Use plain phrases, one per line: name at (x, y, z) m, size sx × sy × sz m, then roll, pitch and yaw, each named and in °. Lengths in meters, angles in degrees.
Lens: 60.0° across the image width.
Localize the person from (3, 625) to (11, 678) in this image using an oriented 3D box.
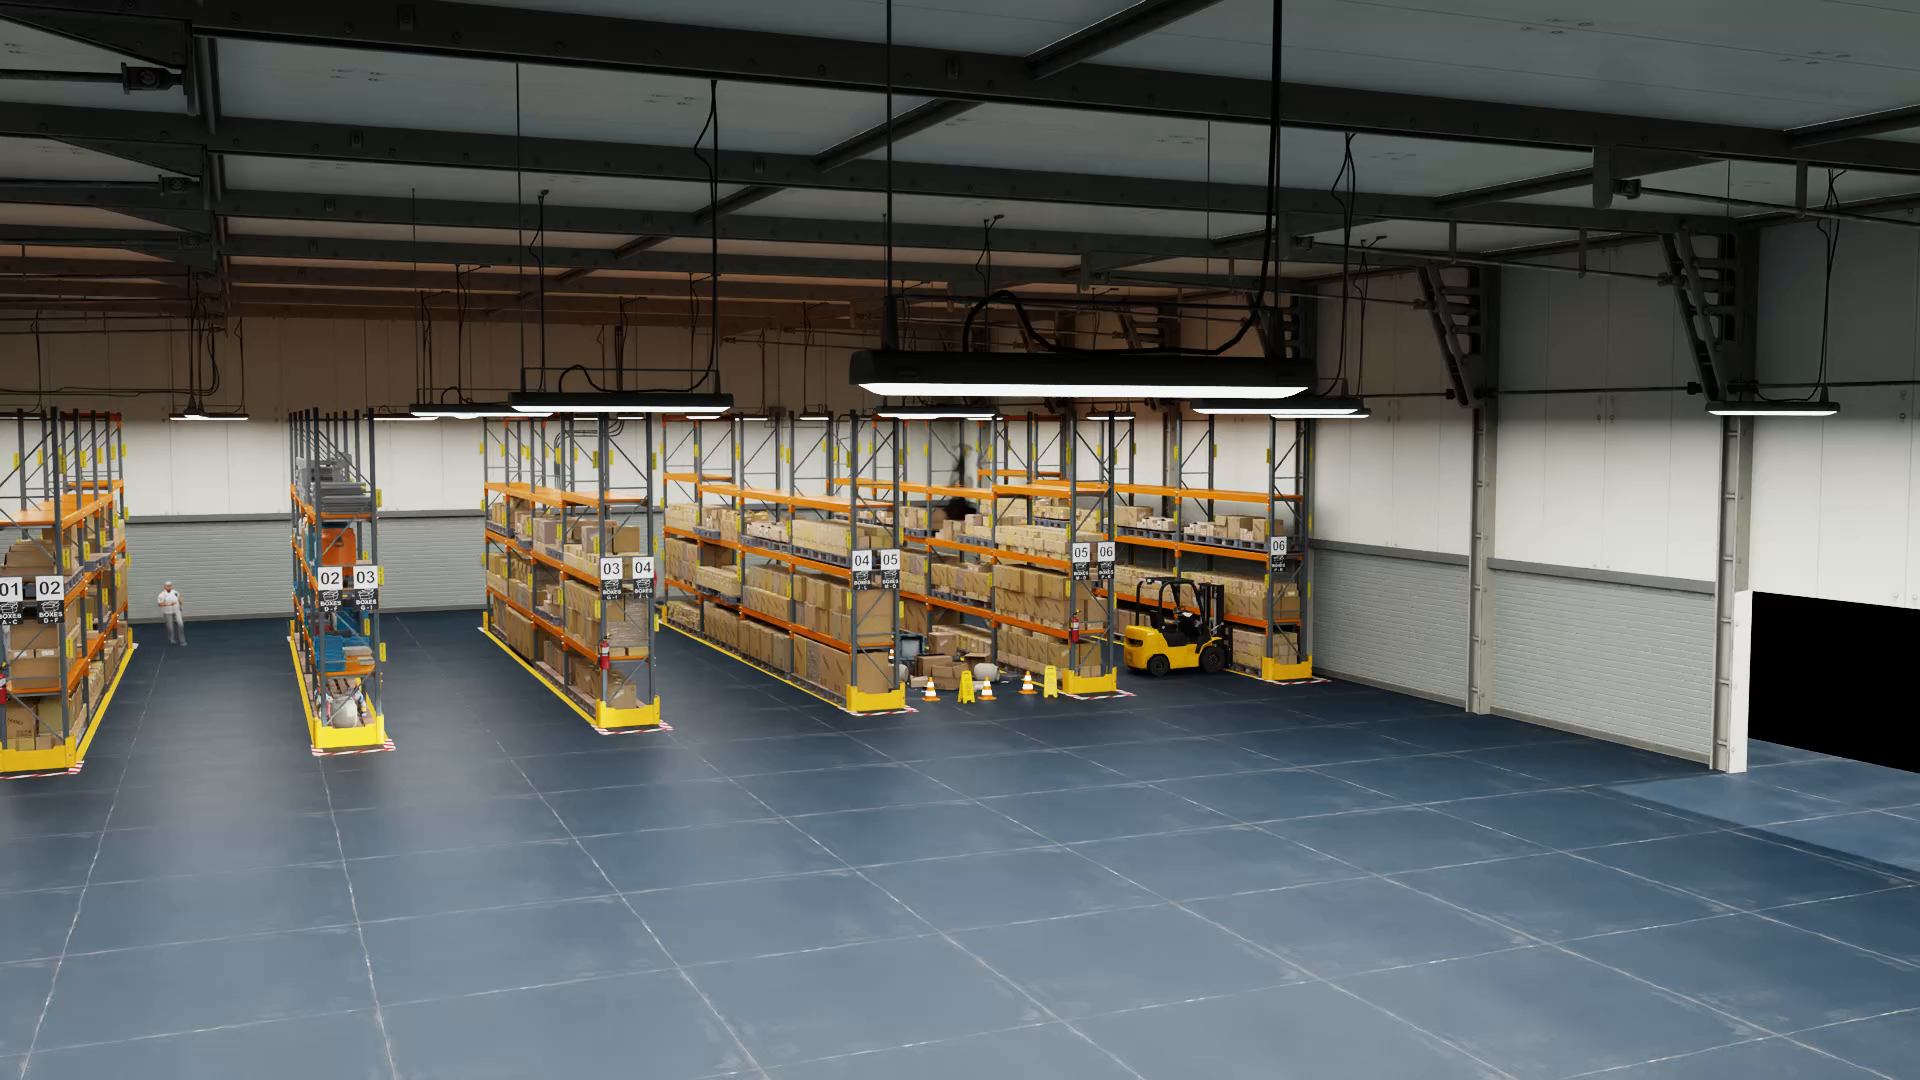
person at (-21.036, 2.334, 36.899) m, size 0.625 × 1.625 × 0.947 m, roll -1°, pitch 4°, yaw -18°

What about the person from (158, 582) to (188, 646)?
person at (-20.380, 1.921, 42.932) m, size 0.639 × 1.724 × 0.686 m, roll -3°, pitch 5°, yaw -39°

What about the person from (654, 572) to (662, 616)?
person at (-9.059, 1.485, 48.749) m, size 0.820 × 1.670 × 0.712 m, roll -2°, pitch 5°, yaw -31°

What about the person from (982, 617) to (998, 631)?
person at (0.787, 1.762, 45.095) m, size 0.610 × 1.630 × 0.562 m, roll -3°, pitch 5°, yaw -32°

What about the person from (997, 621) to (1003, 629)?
person at (1.211, 1.849, 43.455) m, size 0.580 × 1.693 × 0.846 m, roll -2°, pitch 4°, yaw -21°
